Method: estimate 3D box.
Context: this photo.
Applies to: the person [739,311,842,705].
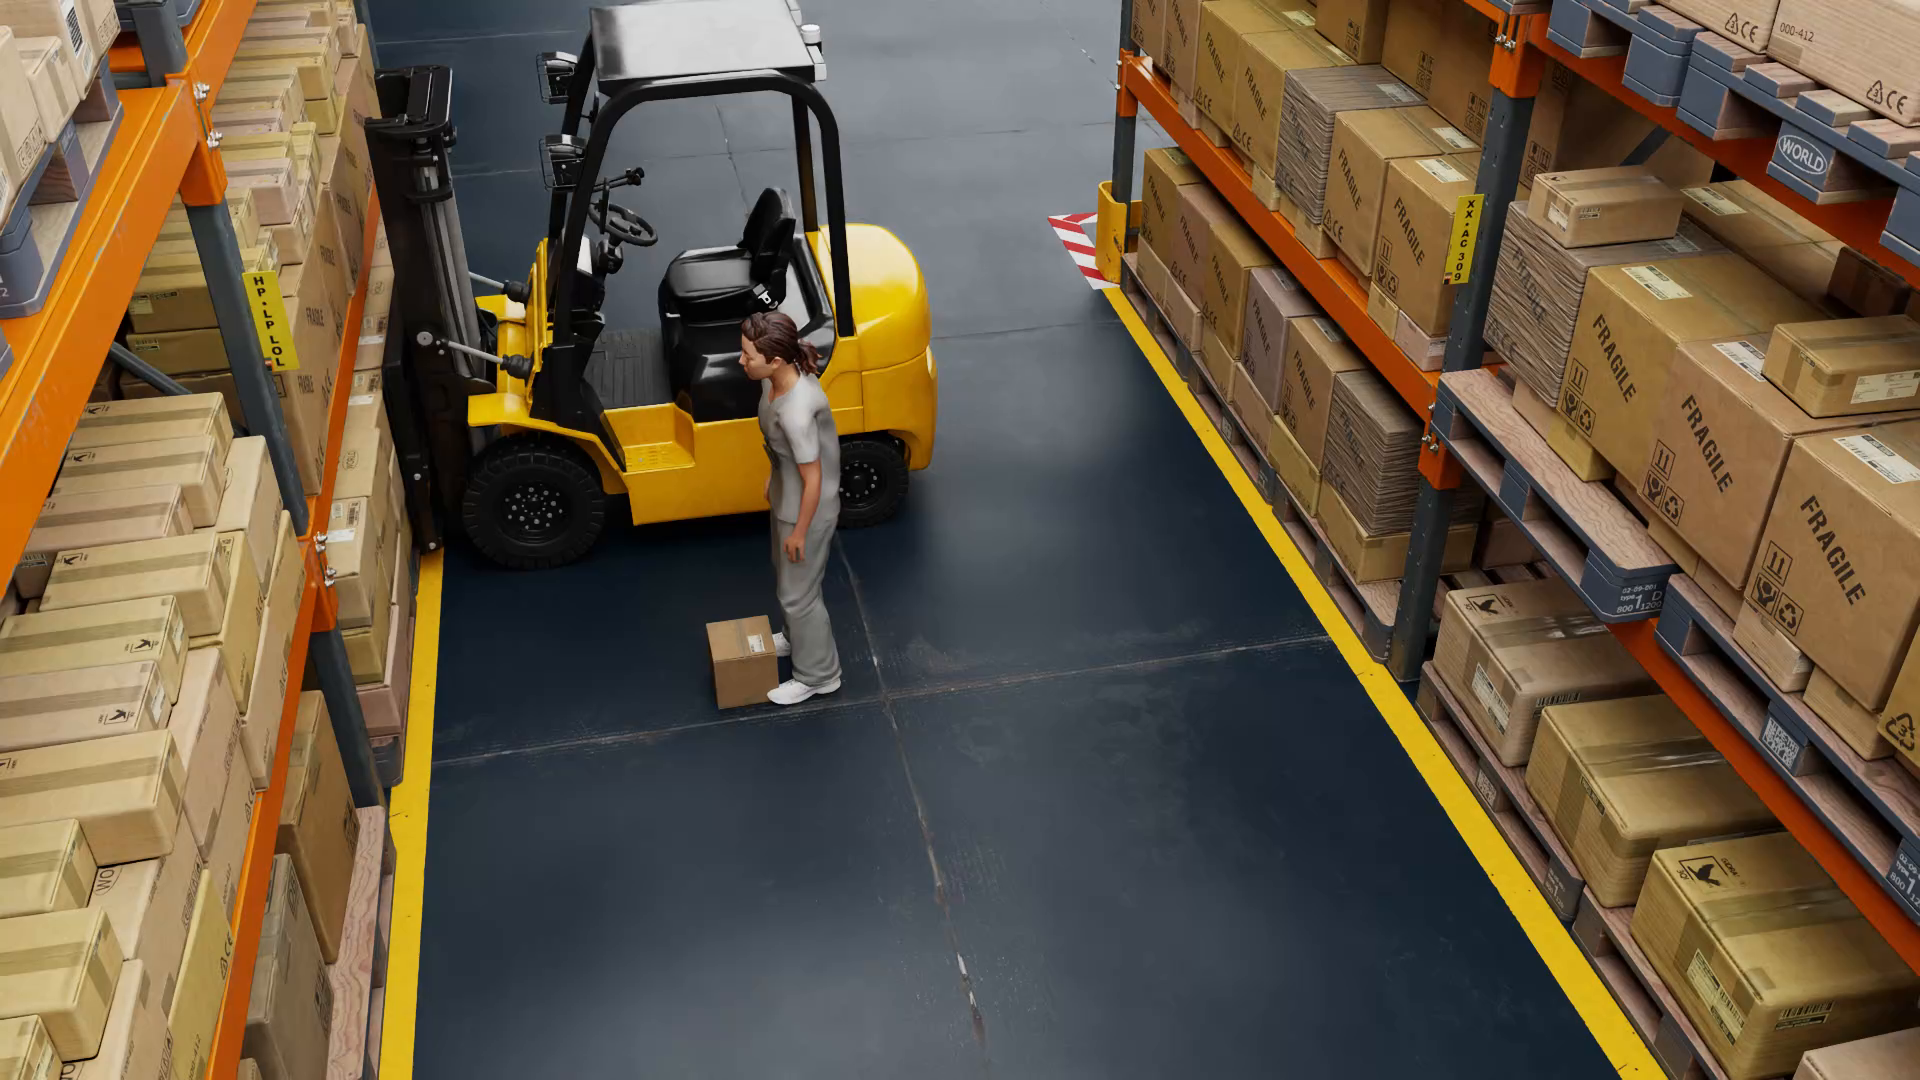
[{"bbox_3d":[-0.633,-0.129,6.332,0.354,1.673,0.513,-9,35,-13],"label":"person"}]
